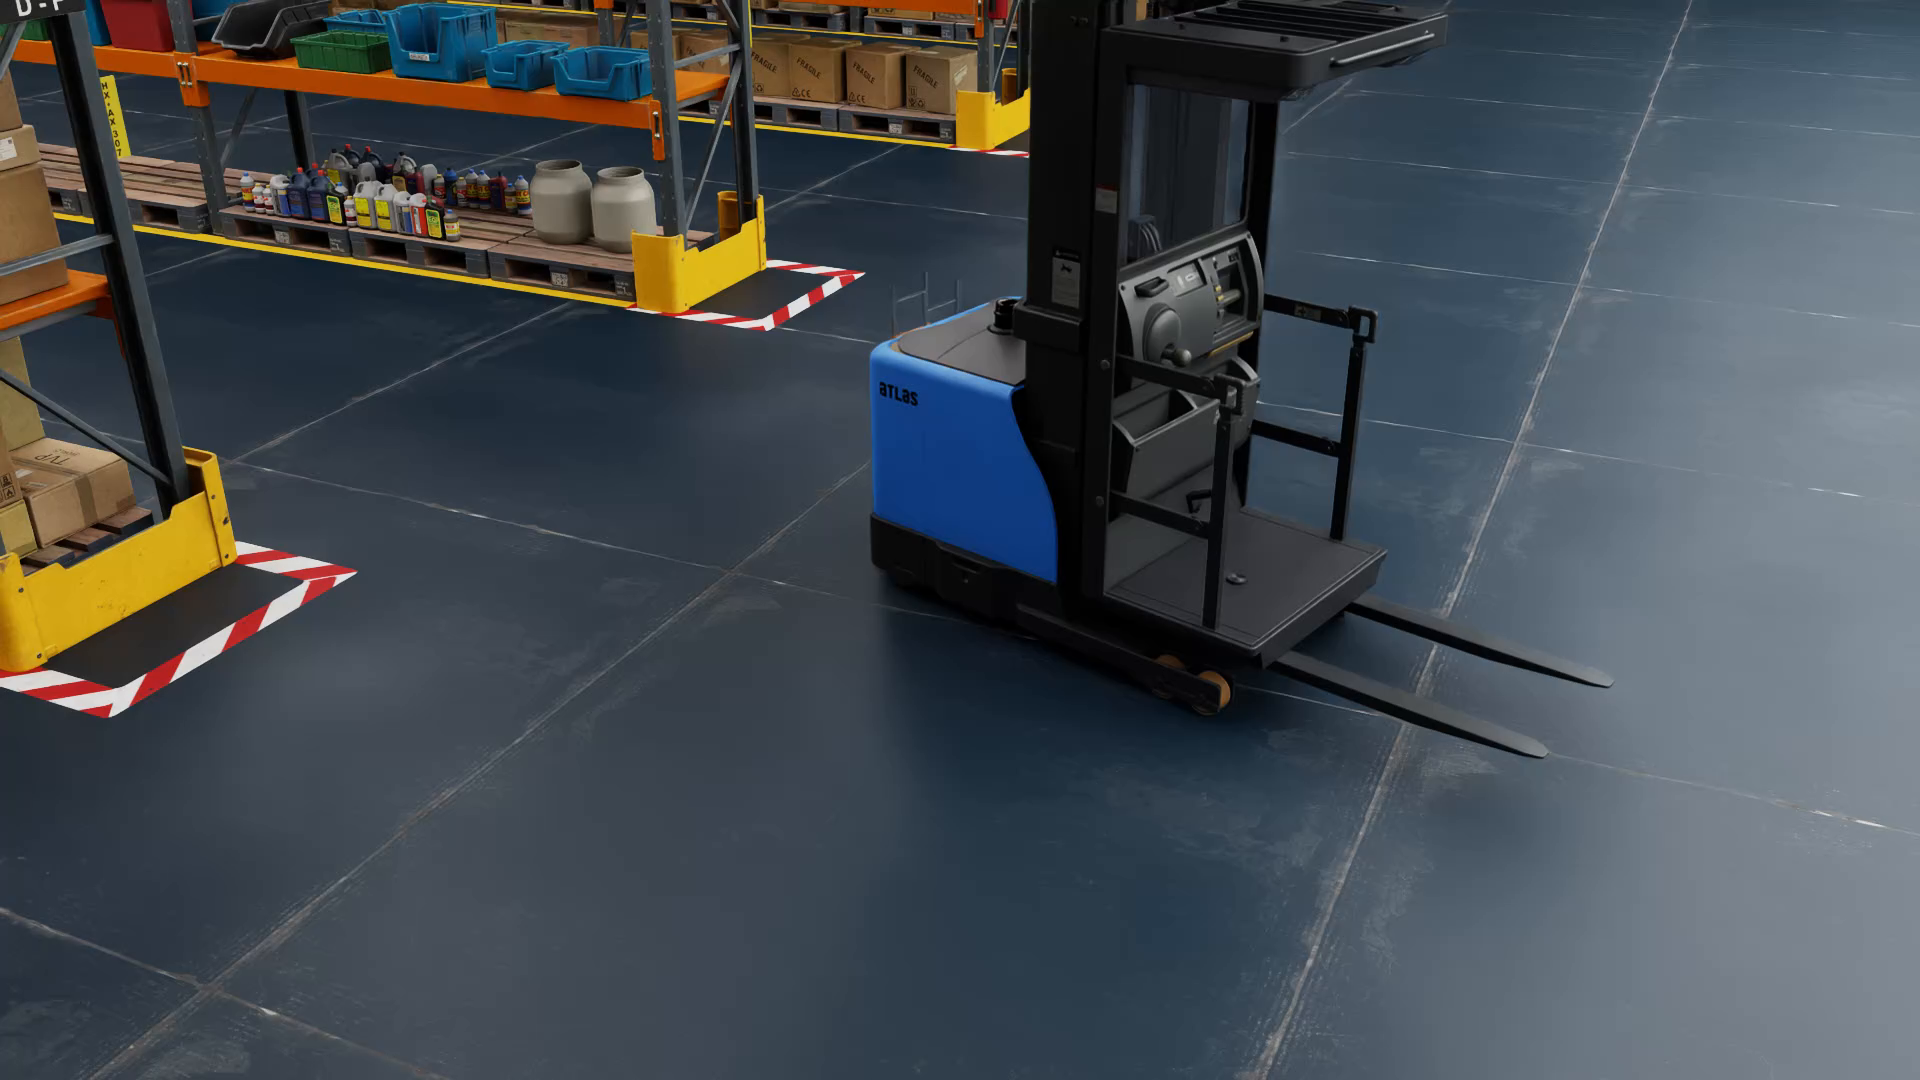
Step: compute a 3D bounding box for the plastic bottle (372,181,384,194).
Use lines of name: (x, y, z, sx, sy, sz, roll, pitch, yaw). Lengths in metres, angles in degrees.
plastic bottle: (-4.120, -2.410, 11.834, 0.135, 0.276, 0.152, 11, 28, 22)

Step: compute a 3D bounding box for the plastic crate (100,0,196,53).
plastic crate: (-5.848, -3.791, 11.982, 0.583, 0.464, 0.402, 11, 28, 22)

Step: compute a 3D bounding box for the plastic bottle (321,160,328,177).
plastic bottle: (-4.821, -2.798, 12.707, 0.097, 0.201, 0.097, 0, 26, 0)

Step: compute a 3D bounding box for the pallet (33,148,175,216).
pallet: (-7.126, -2.896, 13.394, 1.213, 0.211, 1.003, 11, 28, 22)

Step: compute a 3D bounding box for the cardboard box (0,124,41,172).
cardboard box: (-3.961, -1.569, 6.693, 0.250, 0.149, 0.380, 11, 28, 21)

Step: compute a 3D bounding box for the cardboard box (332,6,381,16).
cardboard box: (-6.253, -5.481, 17.819, 0.500, 0.500, 0.700, 10, 28, 19)

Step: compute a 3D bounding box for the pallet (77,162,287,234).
pallet: (-6.011, -2.674, 12.942, 1.213, 0.211, 1.003, 11, 28, 22)

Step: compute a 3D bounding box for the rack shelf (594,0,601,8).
rack shelf: (-5.051, -5.831, 17.013, 4.000, 0.370, 1.077, 11, 28, 22)

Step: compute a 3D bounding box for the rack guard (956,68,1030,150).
rack guard: (0.342, -3.949, 15.206, 0.348, 0.500, 1.175, 11, 28, 22)

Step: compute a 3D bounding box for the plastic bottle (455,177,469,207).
plastic bottle: (-3.654, -2.563, 12.230, 0.097, 0.201, 0.097, 0, 26, 0)

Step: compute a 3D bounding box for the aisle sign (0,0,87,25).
aisle sign: (-3.506, -2.352, 6.188, 0.004, 0.787, 0.394, 11, 28, 22)

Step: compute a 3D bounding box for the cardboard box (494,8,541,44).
cardboard box: (-4.716, -5.182, 17.211, 0.500, 0.500, 0.700, 9, 28, 17)

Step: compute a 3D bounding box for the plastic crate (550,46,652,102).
plastic crate: (-2.219, -2.970, 10.555, 0.616, 0.251, 0.499, 11, 28, 22)

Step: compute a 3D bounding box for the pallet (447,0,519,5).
pallet: (-6.544, -7.612, 22.971, 1.213, 0.211, 1.003, 11, 28, 22)

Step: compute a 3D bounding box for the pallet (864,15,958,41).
pallet: (-0.425, -6.343, 20.394, 1.213, 0.211, 1.003, 11, 28, 22)

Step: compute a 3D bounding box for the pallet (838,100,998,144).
pallet: (-0.383, -3.983, 15.600, 1.213, 0.211, 1.003, 11, 28, 22)

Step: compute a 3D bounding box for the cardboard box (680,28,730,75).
cardboard box: (-2.358, -4.664, 16.183, 0.500, 0.500, 0.500, 22, 34, 38)

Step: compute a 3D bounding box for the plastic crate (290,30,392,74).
plastic crate: (-4.161, -3.340, 11.378, 0.662, 0.188, 0.450, 11, 28, 22)

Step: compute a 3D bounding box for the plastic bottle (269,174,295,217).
plastic bottle: (-4.866, -2.490, 11.996, 0.135, 0.276, 0.152, 12, 29, 24)

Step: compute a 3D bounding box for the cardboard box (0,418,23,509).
cardboard box: (-4.304, -0.344, 6.842, 0.500, 0.500, 0.500, 11, 28, 22)

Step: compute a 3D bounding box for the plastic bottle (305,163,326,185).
plastic bottle: (-4.658, -2.549, 12.033, 0.185, 0.351, 0.144, 11, 28, 22)

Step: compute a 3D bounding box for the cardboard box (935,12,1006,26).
cardboard box: (0.281, -6.693, 19.878, 0.875, 0.875, 0.875, 12, 28, 22)

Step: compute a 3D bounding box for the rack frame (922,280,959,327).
rack frame: (-0.084, -0.573, 7.556, 0.006, 1.200, 0.240, 20, 33, 35)

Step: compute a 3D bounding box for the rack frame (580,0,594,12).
rack frame: (-4.726, -8.496, 21.610, 0.127, 3.000, 1.000, 11, 28, 22)

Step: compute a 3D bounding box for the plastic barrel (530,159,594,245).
plastic barrel: (-2.726, -2.319, 11.405, 0.421, 0.512, 0.421, 0, 26, 0)

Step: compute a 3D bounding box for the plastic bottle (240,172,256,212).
plastic bottle: (-5.172, -2.536, 12.095, 0.097, 0.271, 0.097, 0, 26, 0)

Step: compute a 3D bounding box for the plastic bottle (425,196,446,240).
plastic bottle: (-3.606, -2.218, 11.436, 0.133, 0.283, 0.061, 12, 29, 23)

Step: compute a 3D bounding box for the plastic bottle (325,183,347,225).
plastic bottle: (-4.412, -2.380, 11.765, 0.133, 0.283, 0.061, 13, 29, 24)

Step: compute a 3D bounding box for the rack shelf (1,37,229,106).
rack shelf: (-7.101, -3.840, 12.968, 4.000, 0.370, 1.077, 11, 28, 22)

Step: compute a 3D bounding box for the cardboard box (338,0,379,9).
cardboard box: (-6.249, -5.822, 17.661, 0.500, 0.250, 0.500, 13, 29, 24)

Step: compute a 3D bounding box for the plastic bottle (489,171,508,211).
plastic bottle: (-3.359, -2.550, 12.110, 0.133, 0.283, 0.061, 12, 29, 23)

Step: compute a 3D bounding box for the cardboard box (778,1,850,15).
cardboard box: (-1.687, -7.021, 20.685, 0.750, 0.750, 1.050, 11, 28, 22)

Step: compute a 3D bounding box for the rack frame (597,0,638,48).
rack frame: (-3.230, -5.788, 16.111, 0.127, 3.000, 1.000, 11, 28, 22)

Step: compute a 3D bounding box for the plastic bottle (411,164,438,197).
plastic bottle: (-3.960, -2.645, 12.312, 0.135, 0.276, 0.152, 12, 29, 23)

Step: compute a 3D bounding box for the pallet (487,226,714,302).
pallet: (-2.465, -1.960, 11.492, 1.213, 0.211, 1.003, 11, 28, 22)

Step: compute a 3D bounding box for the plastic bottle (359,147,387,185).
plastic bottle: (-4.400, -2.769, 12.479, 0.185, 0.351, 0.144, 10, 28, 19)

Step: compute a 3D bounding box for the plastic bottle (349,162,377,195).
plastic bottle: (-4.439, -2.671, 12.365, 0.135, 0.276, 0.152, 11, 28, 22)

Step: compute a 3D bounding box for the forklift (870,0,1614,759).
forklift: (1.059, -0.906, 6.273, 3.031, 2.935, 1.130, 20, 33, 35)

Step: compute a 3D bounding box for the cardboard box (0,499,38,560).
cardboard box: (-4.303, -0.009, 7.009, 0.500, 0.250, 0.500, 11, 28, 22)

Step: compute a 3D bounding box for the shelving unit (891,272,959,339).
shelving unit: (-0.154, -0.599, 7.609, 0.189, 1.200, 0.258, 20, 33, 35)

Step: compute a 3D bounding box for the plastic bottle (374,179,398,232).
plastic bottle: (-3.989, -2.345, 11.618, 0.185, 0.351, 0.144, 13, 29, 24)

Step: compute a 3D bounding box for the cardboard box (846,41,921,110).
cardboard box: (-0.709, -4.340, 15.524, 0.500, 0.500, 0.500, 20, 33, 35)
